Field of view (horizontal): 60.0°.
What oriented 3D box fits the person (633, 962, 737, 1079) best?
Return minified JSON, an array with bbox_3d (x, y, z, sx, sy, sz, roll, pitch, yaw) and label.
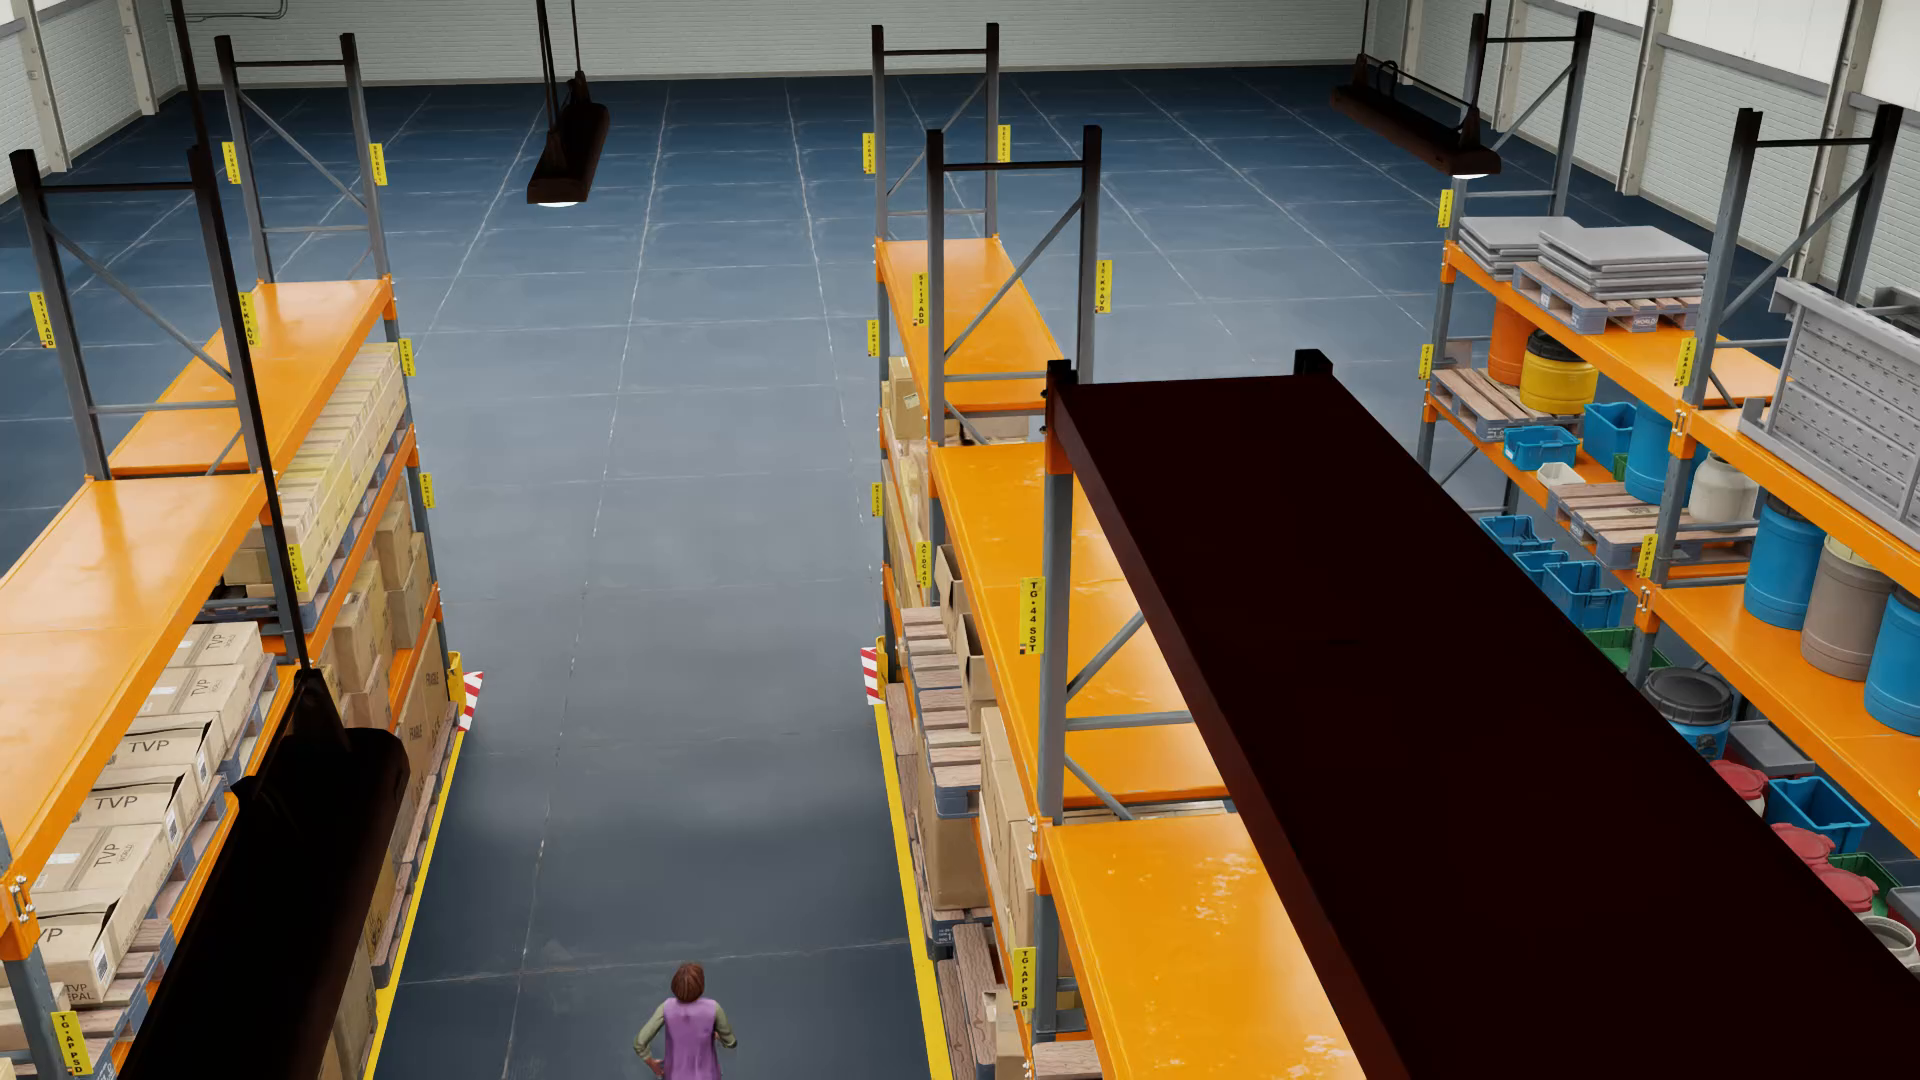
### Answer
[{"bbox_3d":[-1.621,3.236,9.916,0.574,1.518,0.799,2,26,3],"label":"person"}]
